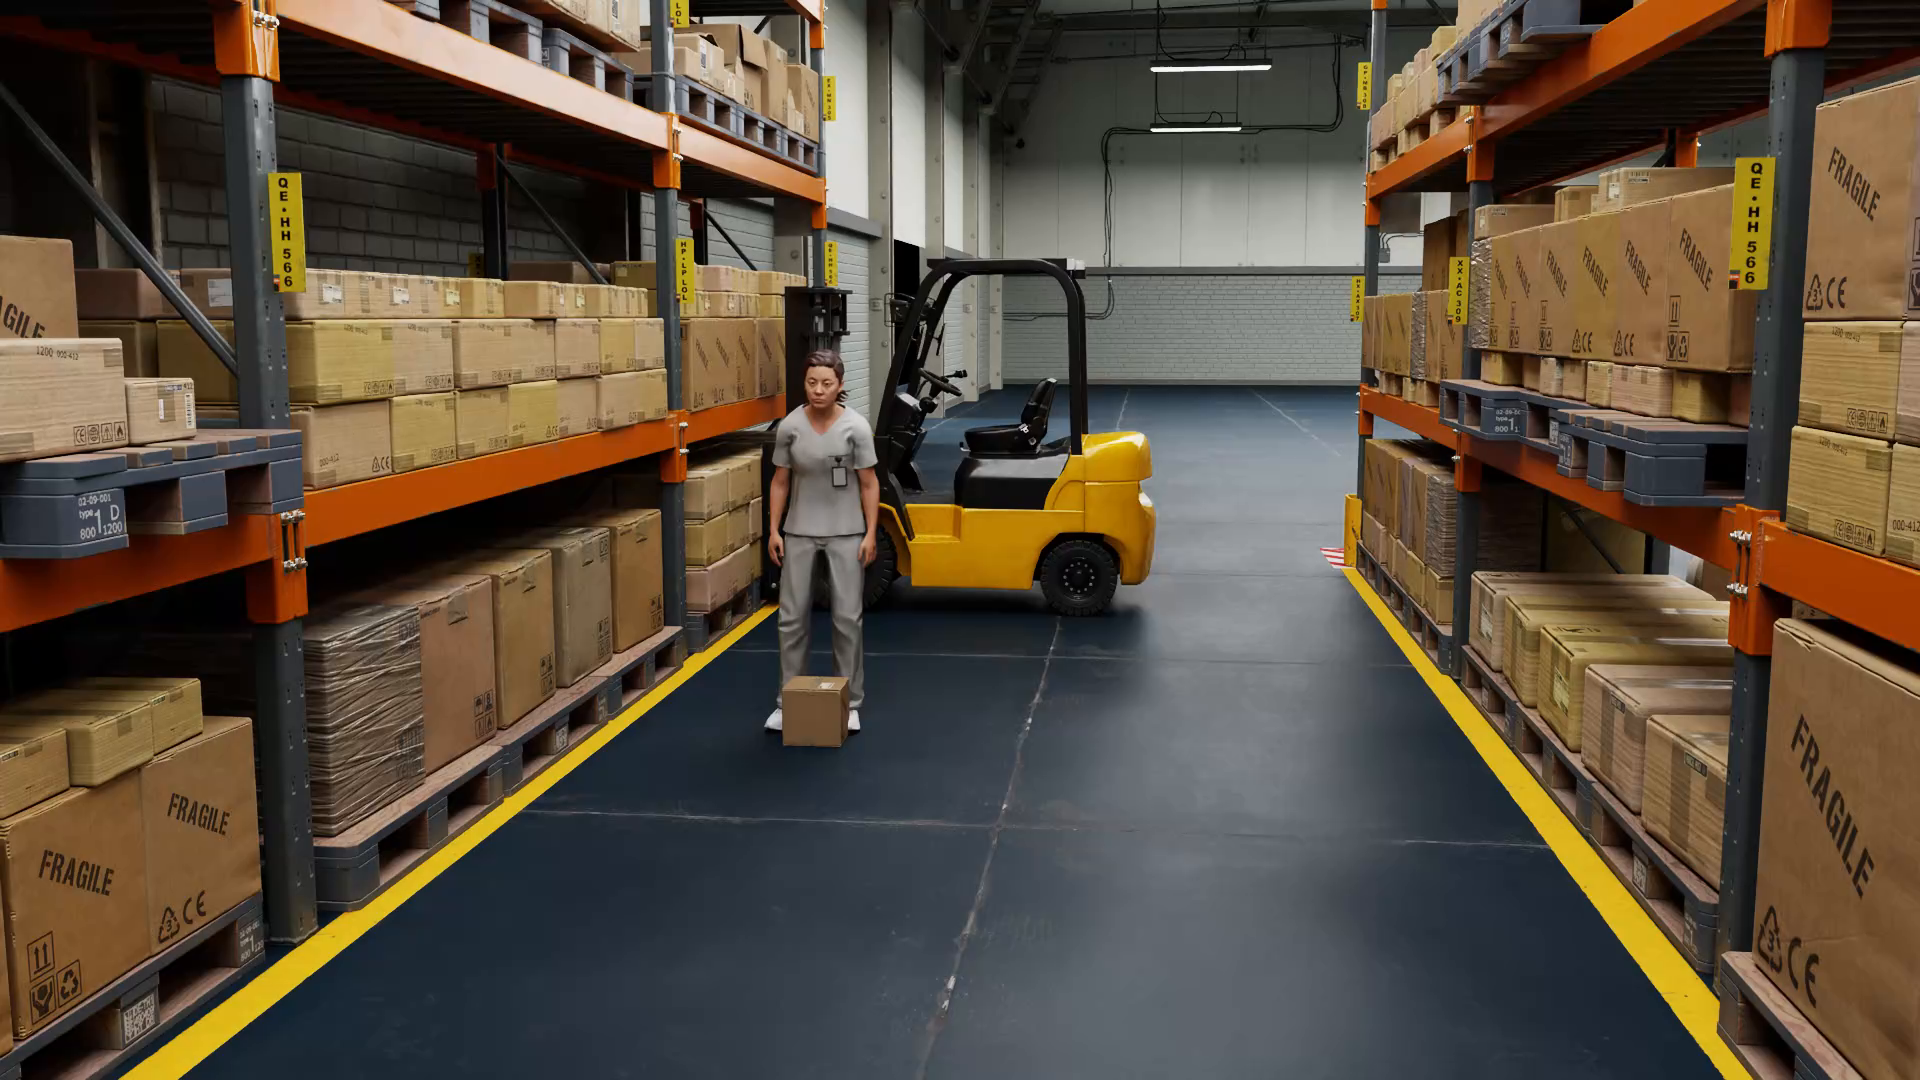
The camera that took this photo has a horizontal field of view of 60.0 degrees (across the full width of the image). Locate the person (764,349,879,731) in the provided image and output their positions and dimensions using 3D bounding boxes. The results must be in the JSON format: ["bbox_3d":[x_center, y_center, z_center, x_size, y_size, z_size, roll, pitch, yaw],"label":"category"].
[{"bbox_3d":[-0.602,-0.001,7.310,0.493,1.673,0.353,1,8,6],"label":"person"}]
